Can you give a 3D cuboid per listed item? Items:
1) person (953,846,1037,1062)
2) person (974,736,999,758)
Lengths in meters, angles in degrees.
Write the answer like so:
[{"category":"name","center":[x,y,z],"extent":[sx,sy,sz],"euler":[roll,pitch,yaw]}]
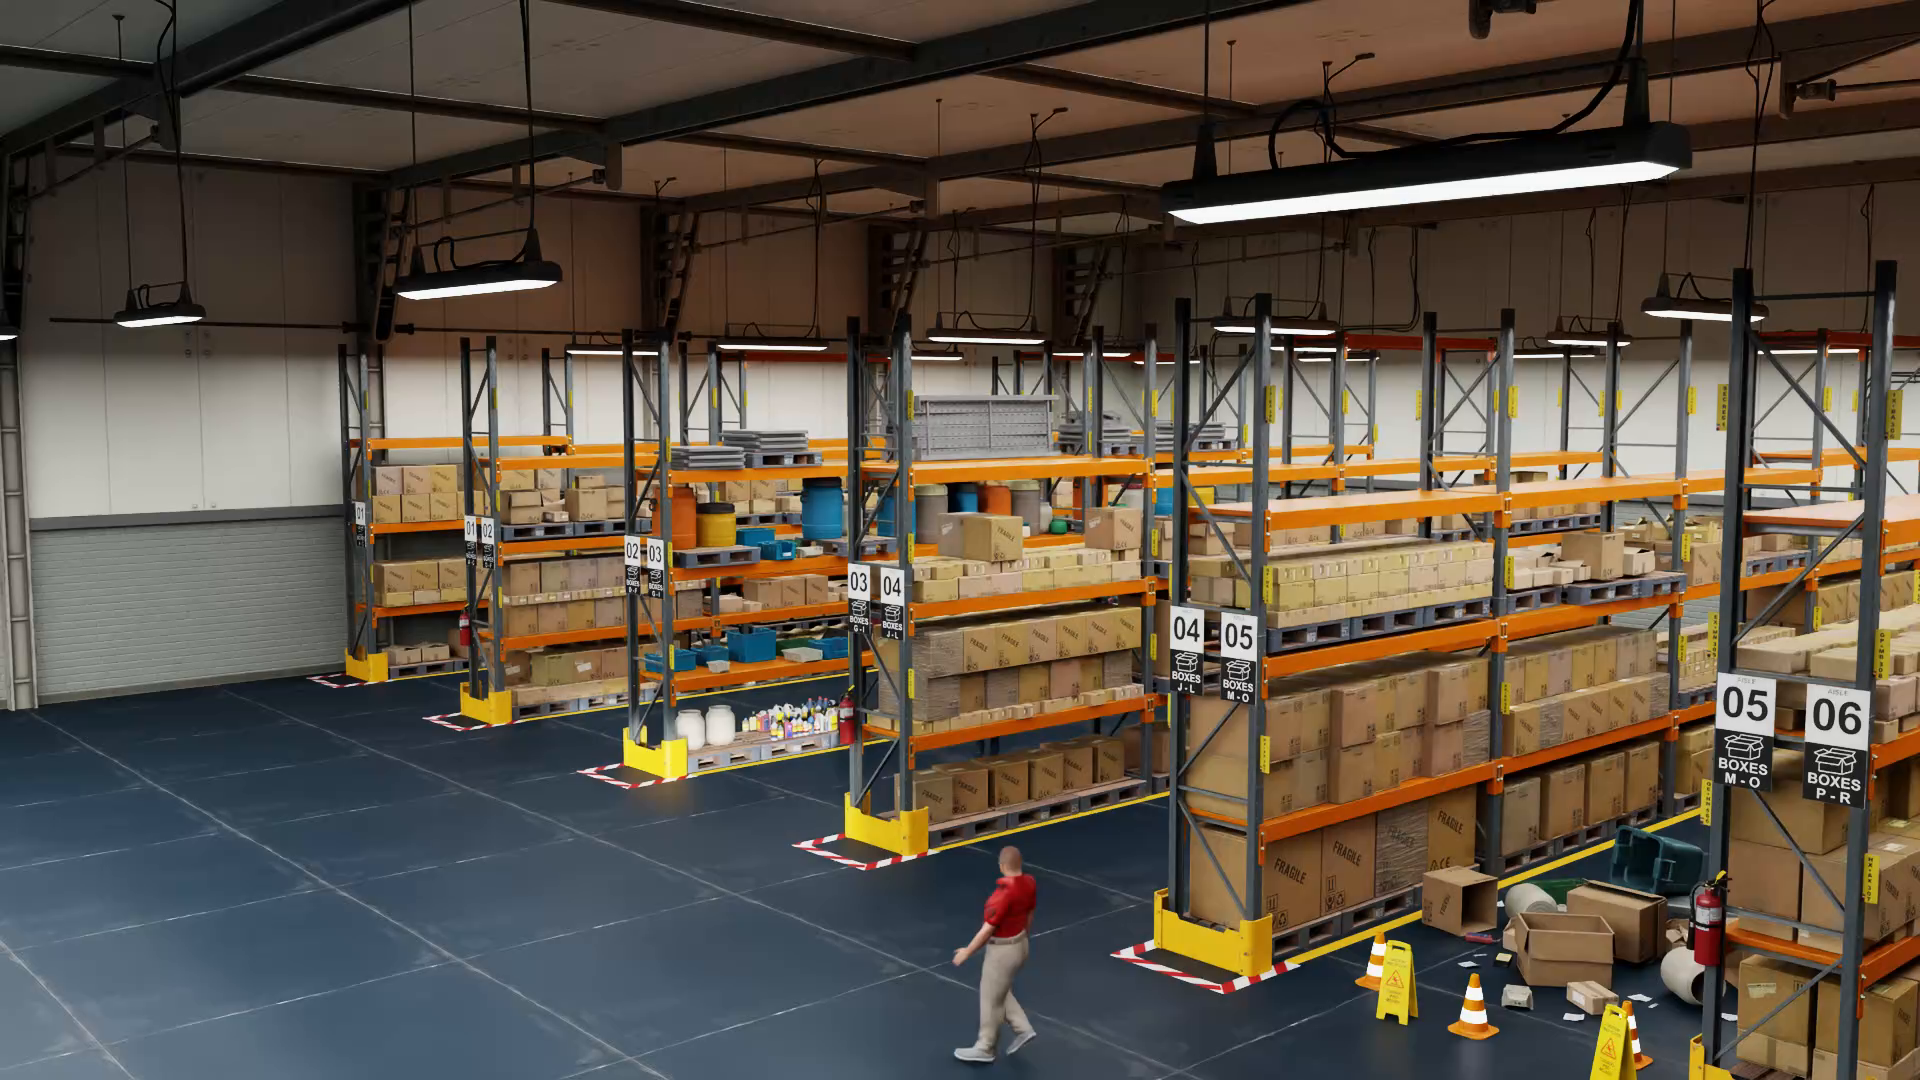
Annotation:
[{"category":"person","center":[0.265,3.211,12.774],"extent":[0.630,1.620,0.600],"euler":[2,5,19]},{"category":"person","center":[0.367,2.439,22.103],"extent":[0.559,1.636,0.703],"euler":[1,5,15]}]
